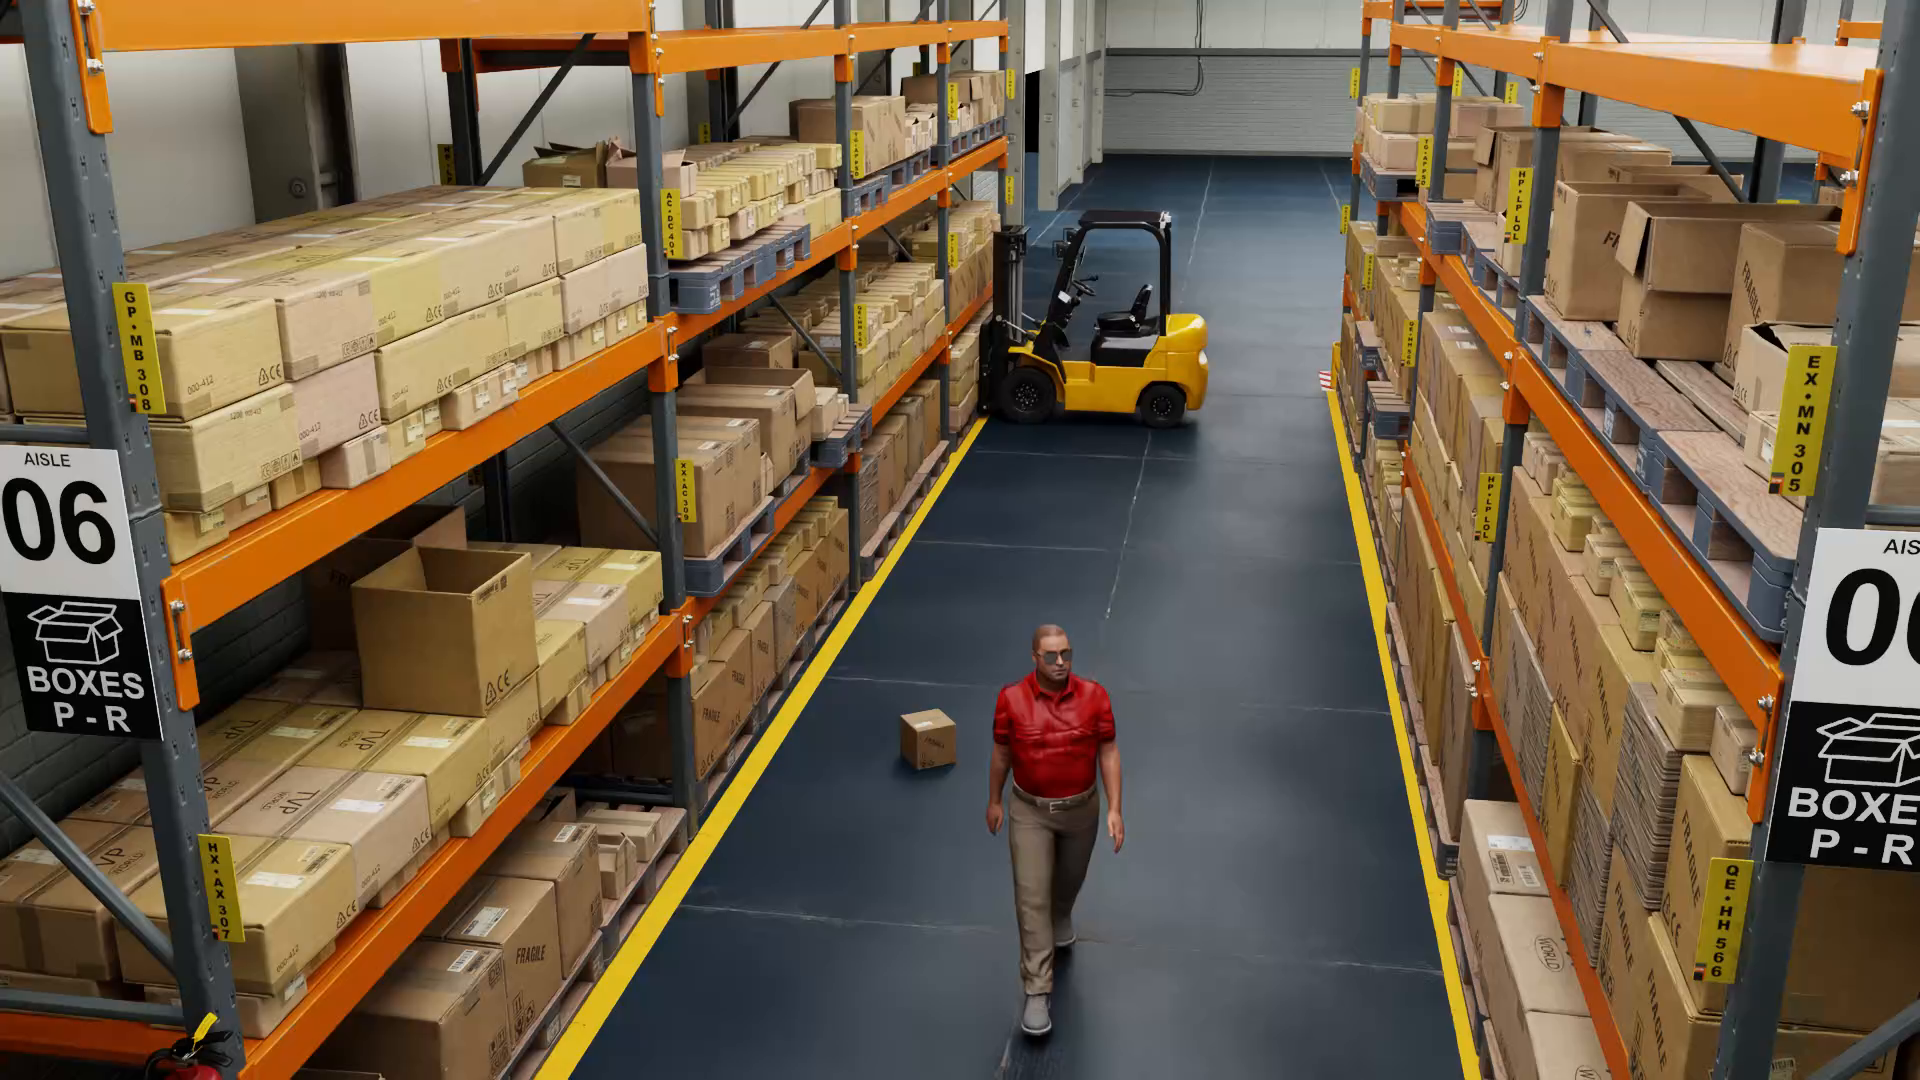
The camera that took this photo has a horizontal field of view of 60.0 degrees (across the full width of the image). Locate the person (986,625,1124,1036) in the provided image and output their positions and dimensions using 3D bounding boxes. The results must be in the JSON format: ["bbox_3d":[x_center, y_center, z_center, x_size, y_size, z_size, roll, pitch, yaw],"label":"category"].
[{"bbox_3d":[0.428,1.204,7.323,0.574,1.670,1.013,-2,18,-7],"label":"person"}]
